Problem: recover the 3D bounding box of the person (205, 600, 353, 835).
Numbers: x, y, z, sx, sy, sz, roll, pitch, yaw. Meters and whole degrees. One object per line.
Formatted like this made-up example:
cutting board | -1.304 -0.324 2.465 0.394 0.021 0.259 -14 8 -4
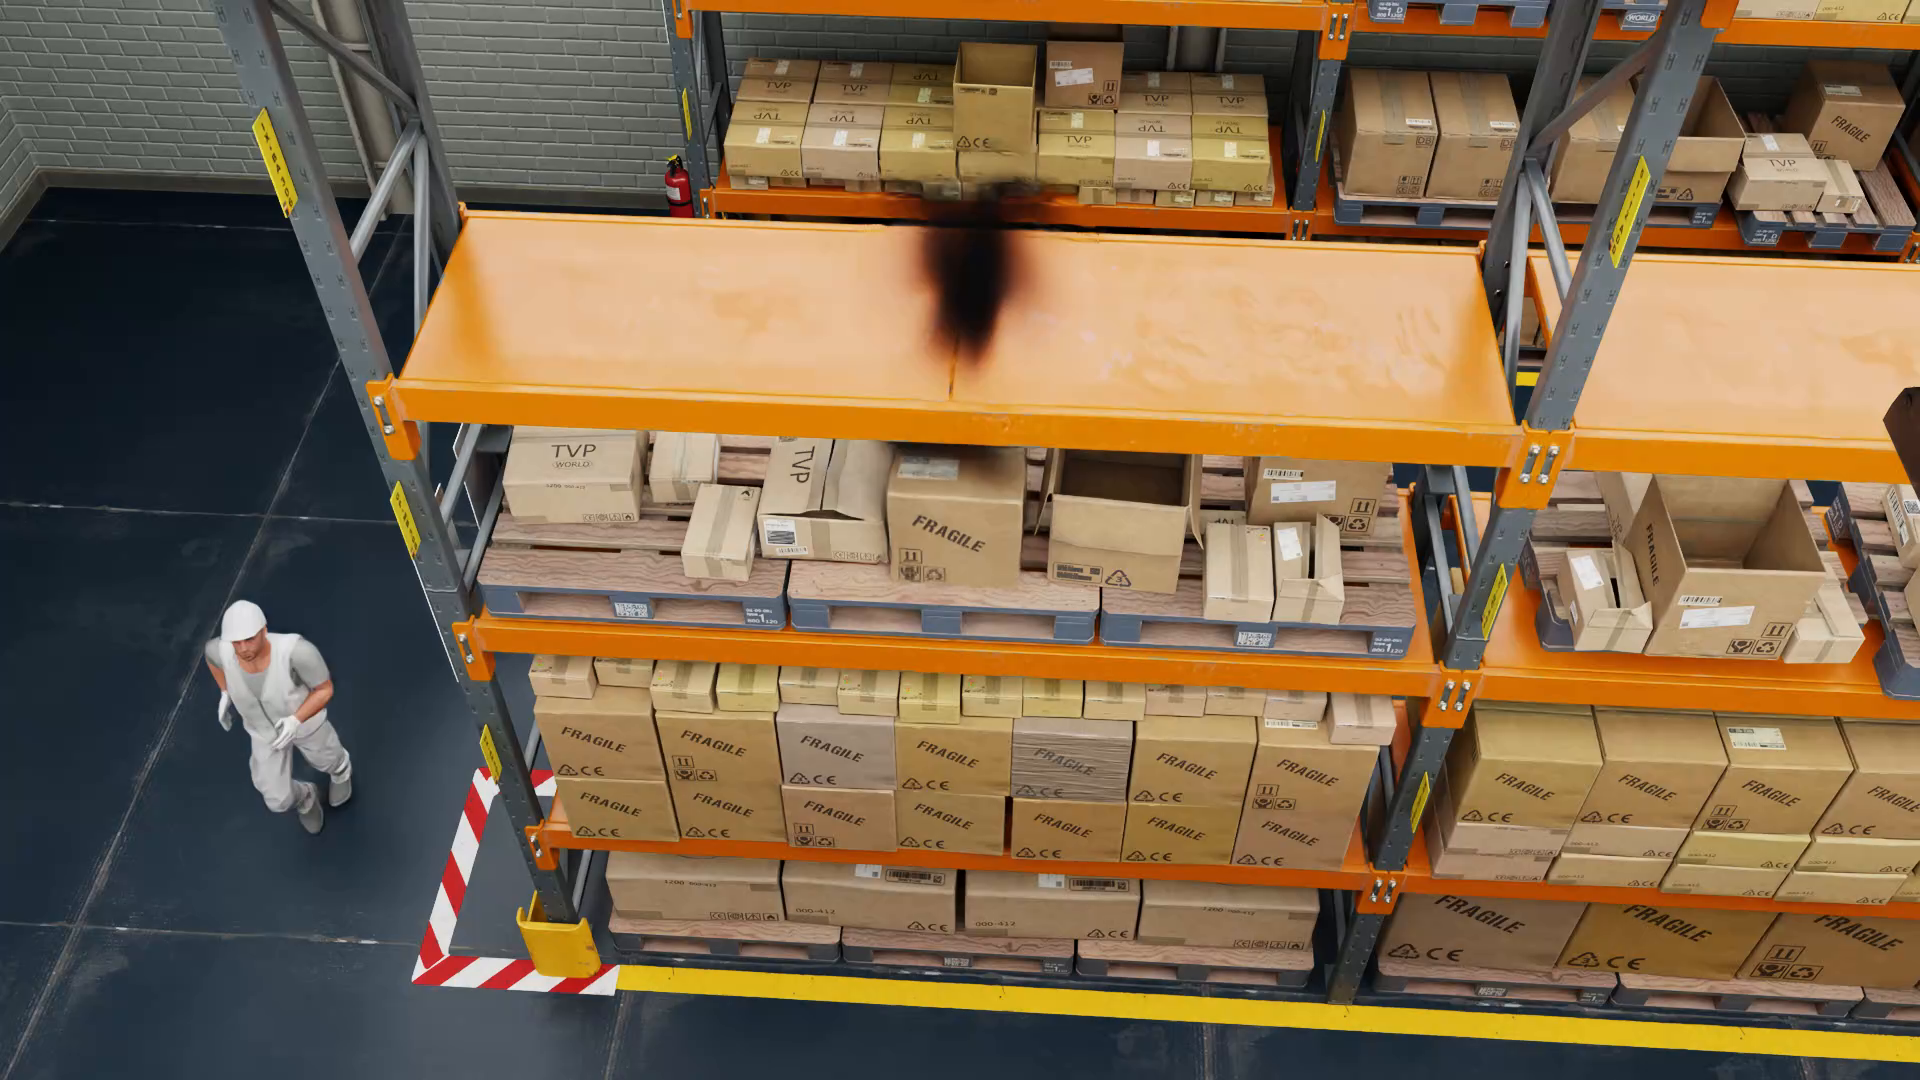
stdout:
person | -3.511 0.980 8.650 0.645 1.782 0.695 -6 48 -6
